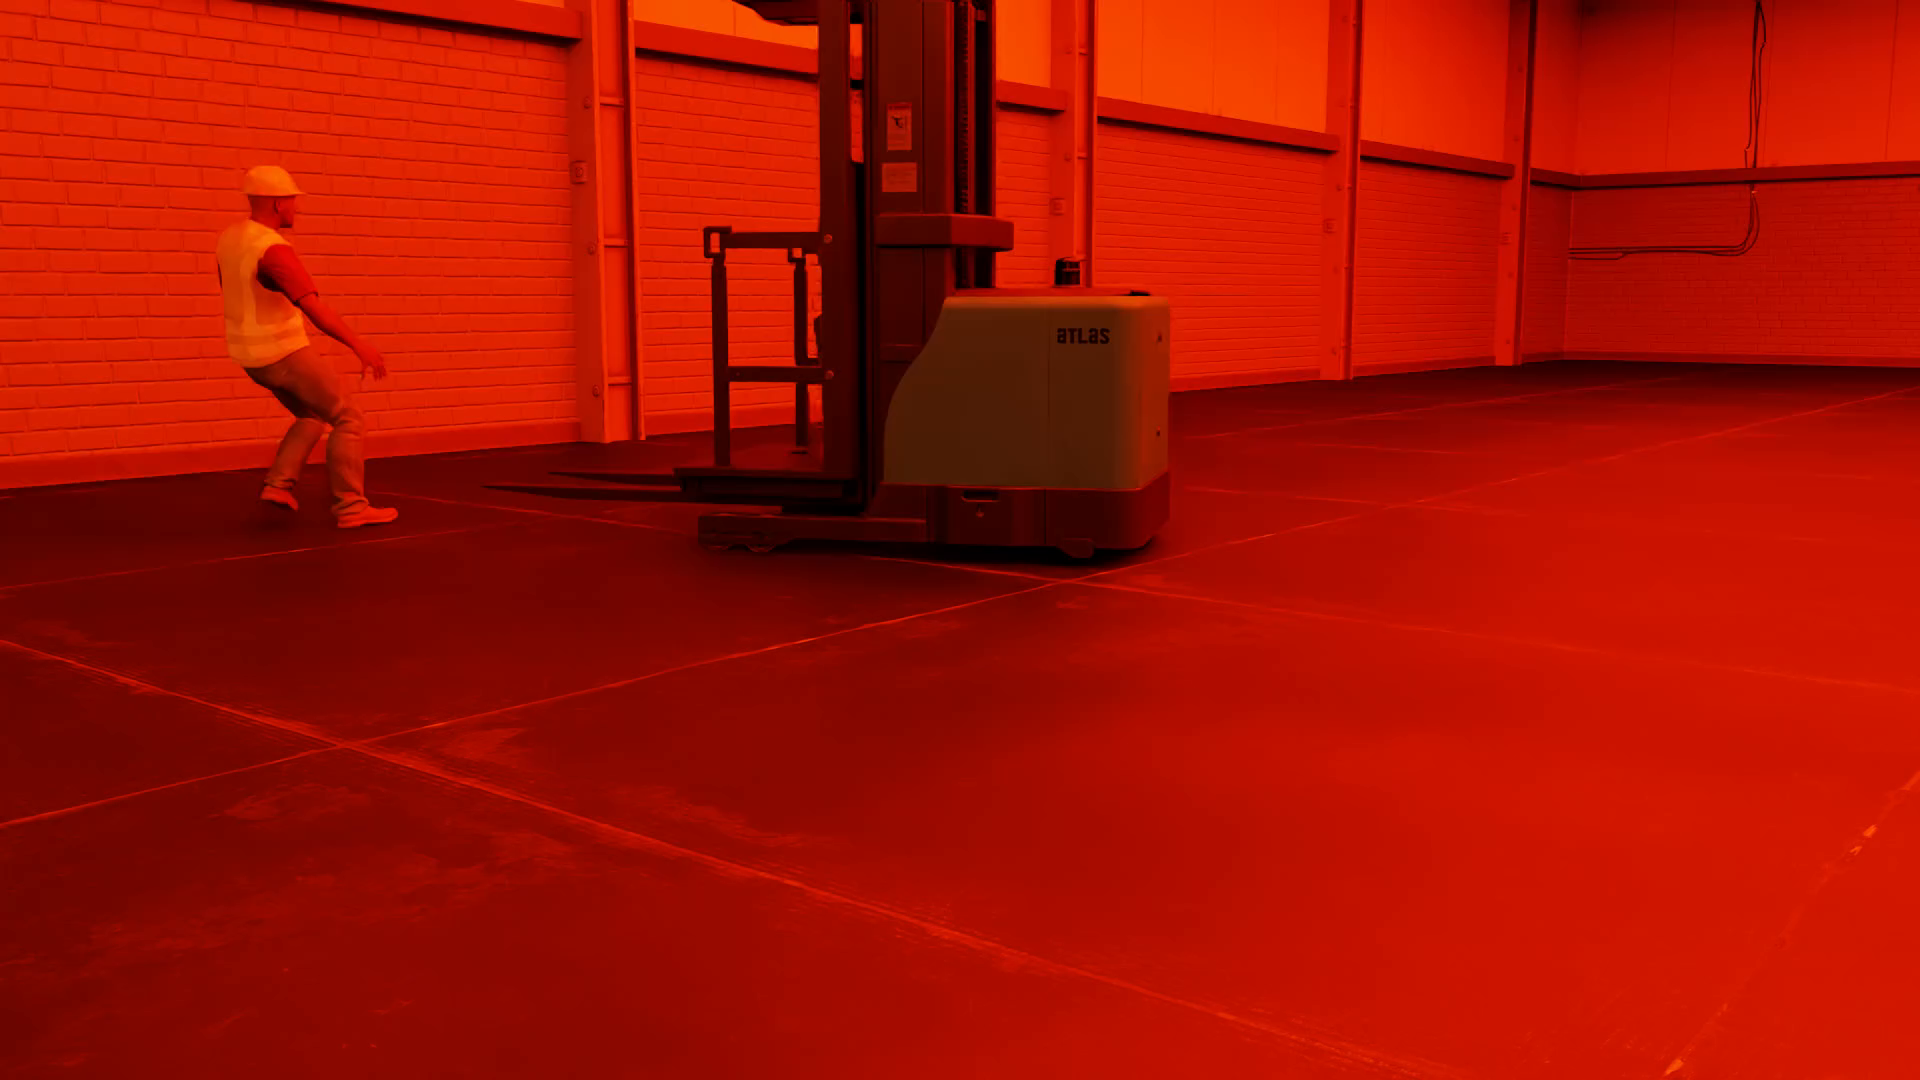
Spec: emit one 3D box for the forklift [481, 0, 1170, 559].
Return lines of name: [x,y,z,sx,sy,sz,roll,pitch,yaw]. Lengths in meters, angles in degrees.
forklift: [-0.625,-1.466,7.300,3.031,2.935,1.130,2,9,14]

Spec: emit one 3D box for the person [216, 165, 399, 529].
person: [-3.071,-0.896,7.793,0.844,1.670,0.628,8,12,44]
